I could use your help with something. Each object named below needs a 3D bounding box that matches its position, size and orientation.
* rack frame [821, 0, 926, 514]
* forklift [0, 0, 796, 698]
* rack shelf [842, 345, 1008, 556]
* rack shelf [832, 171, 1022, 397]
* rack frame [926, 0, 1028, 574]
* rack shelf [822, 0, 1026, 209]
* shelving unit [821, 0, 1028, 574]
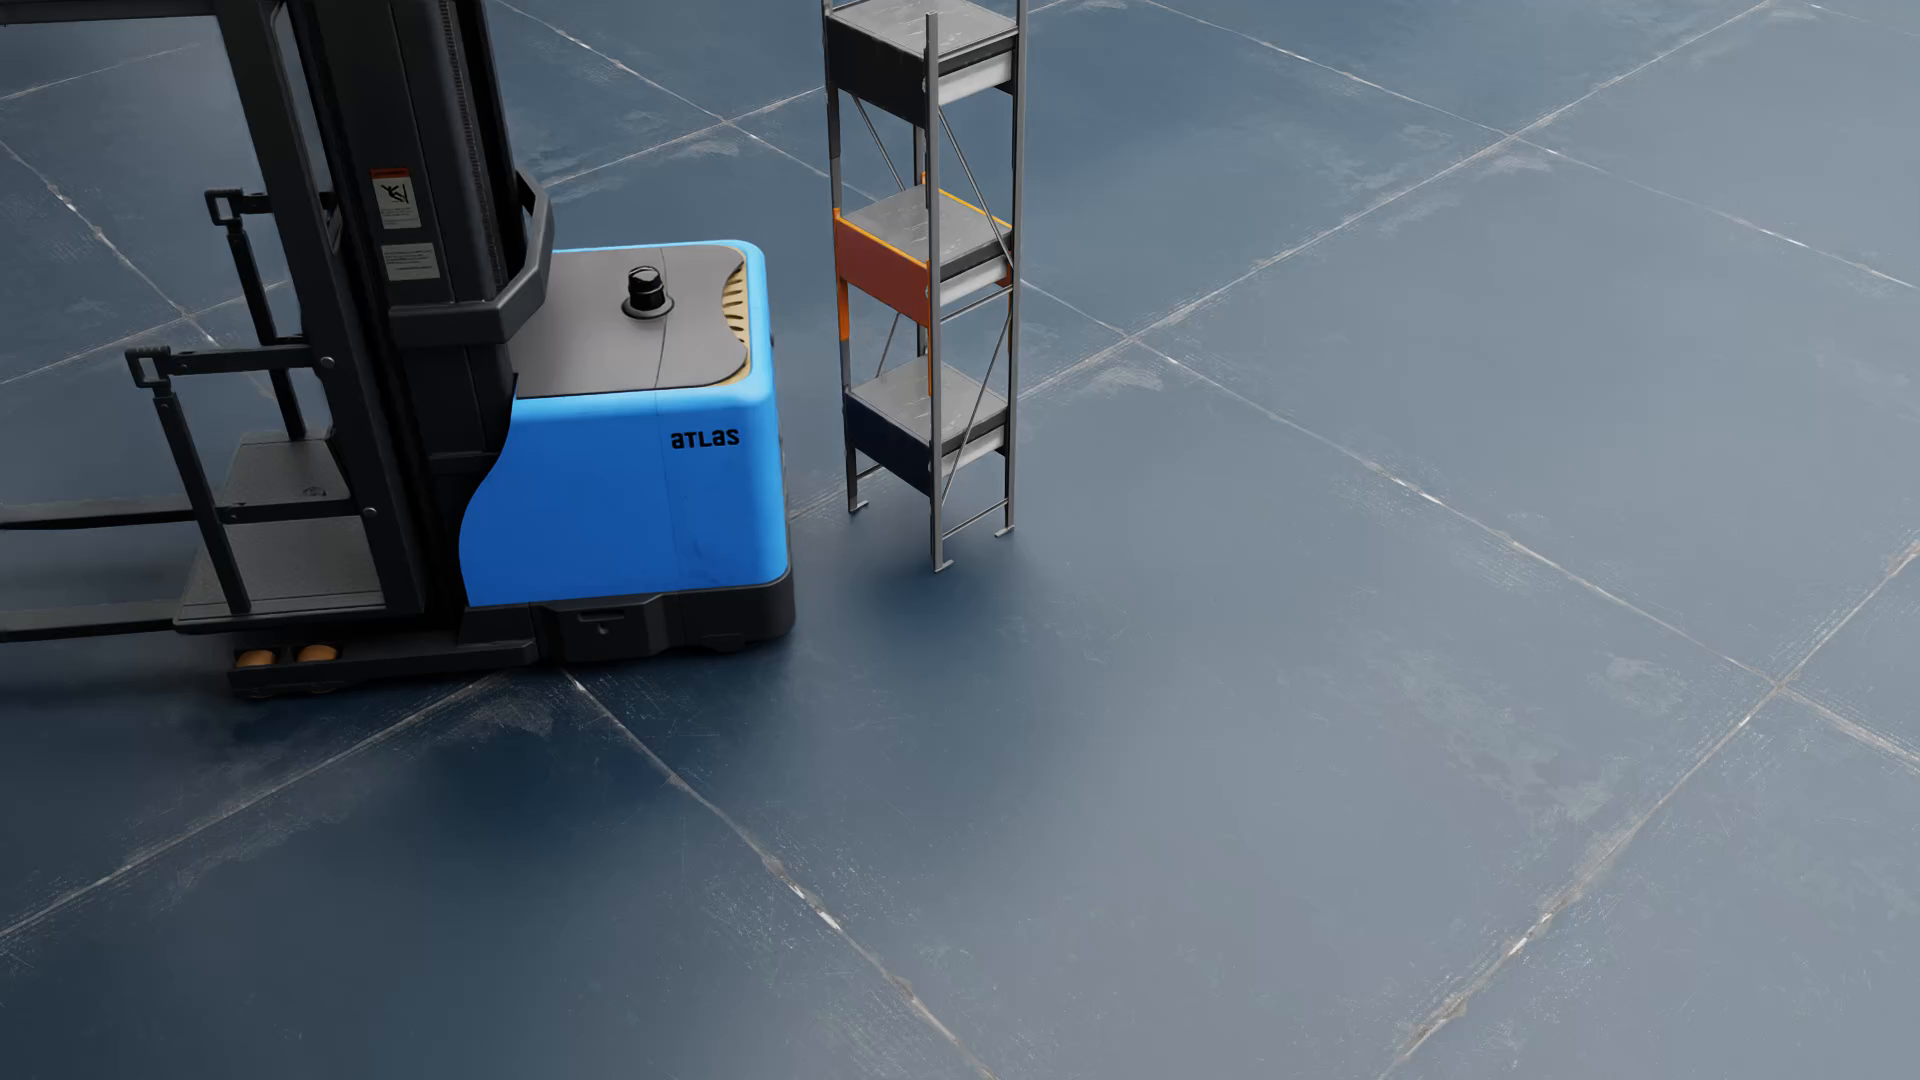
[{"bbox_3d":[-0.277,-1.006,5.825,0.400,2.100,0.015,-30,48,-32],"label":"rack frame"},{"bbox_3d":[-2.128,-0.962,5.108,3.031,2.935,1.130,-4,39,-5],"label":"forklift"},{"bbox_3d":[-0.112,-0.338,6.134,0.431,0.518,0.480,-30,48,-32],"label":"rack shelf"},{"bbox_3d":[-0.112,-0.883,5.694,0.431,0.518,0.480,-30,48,-32],"label":"rack shelf"},{"bbox_3d":[0.053,-0.781,5.545,0.400,2.100,0.015,-30,48,-32],"label":"rack frame"},{"bbox_3d":[-0.112,-1.427,5.254,0.431,0.518,0.480,-30,48,-32],"label":"rack shelf"},{"bbox_3d":[-0.112,-0.893,5.685,0.431,2.100,0.503,-30,48,-32],"label":"shelving unit"}]
